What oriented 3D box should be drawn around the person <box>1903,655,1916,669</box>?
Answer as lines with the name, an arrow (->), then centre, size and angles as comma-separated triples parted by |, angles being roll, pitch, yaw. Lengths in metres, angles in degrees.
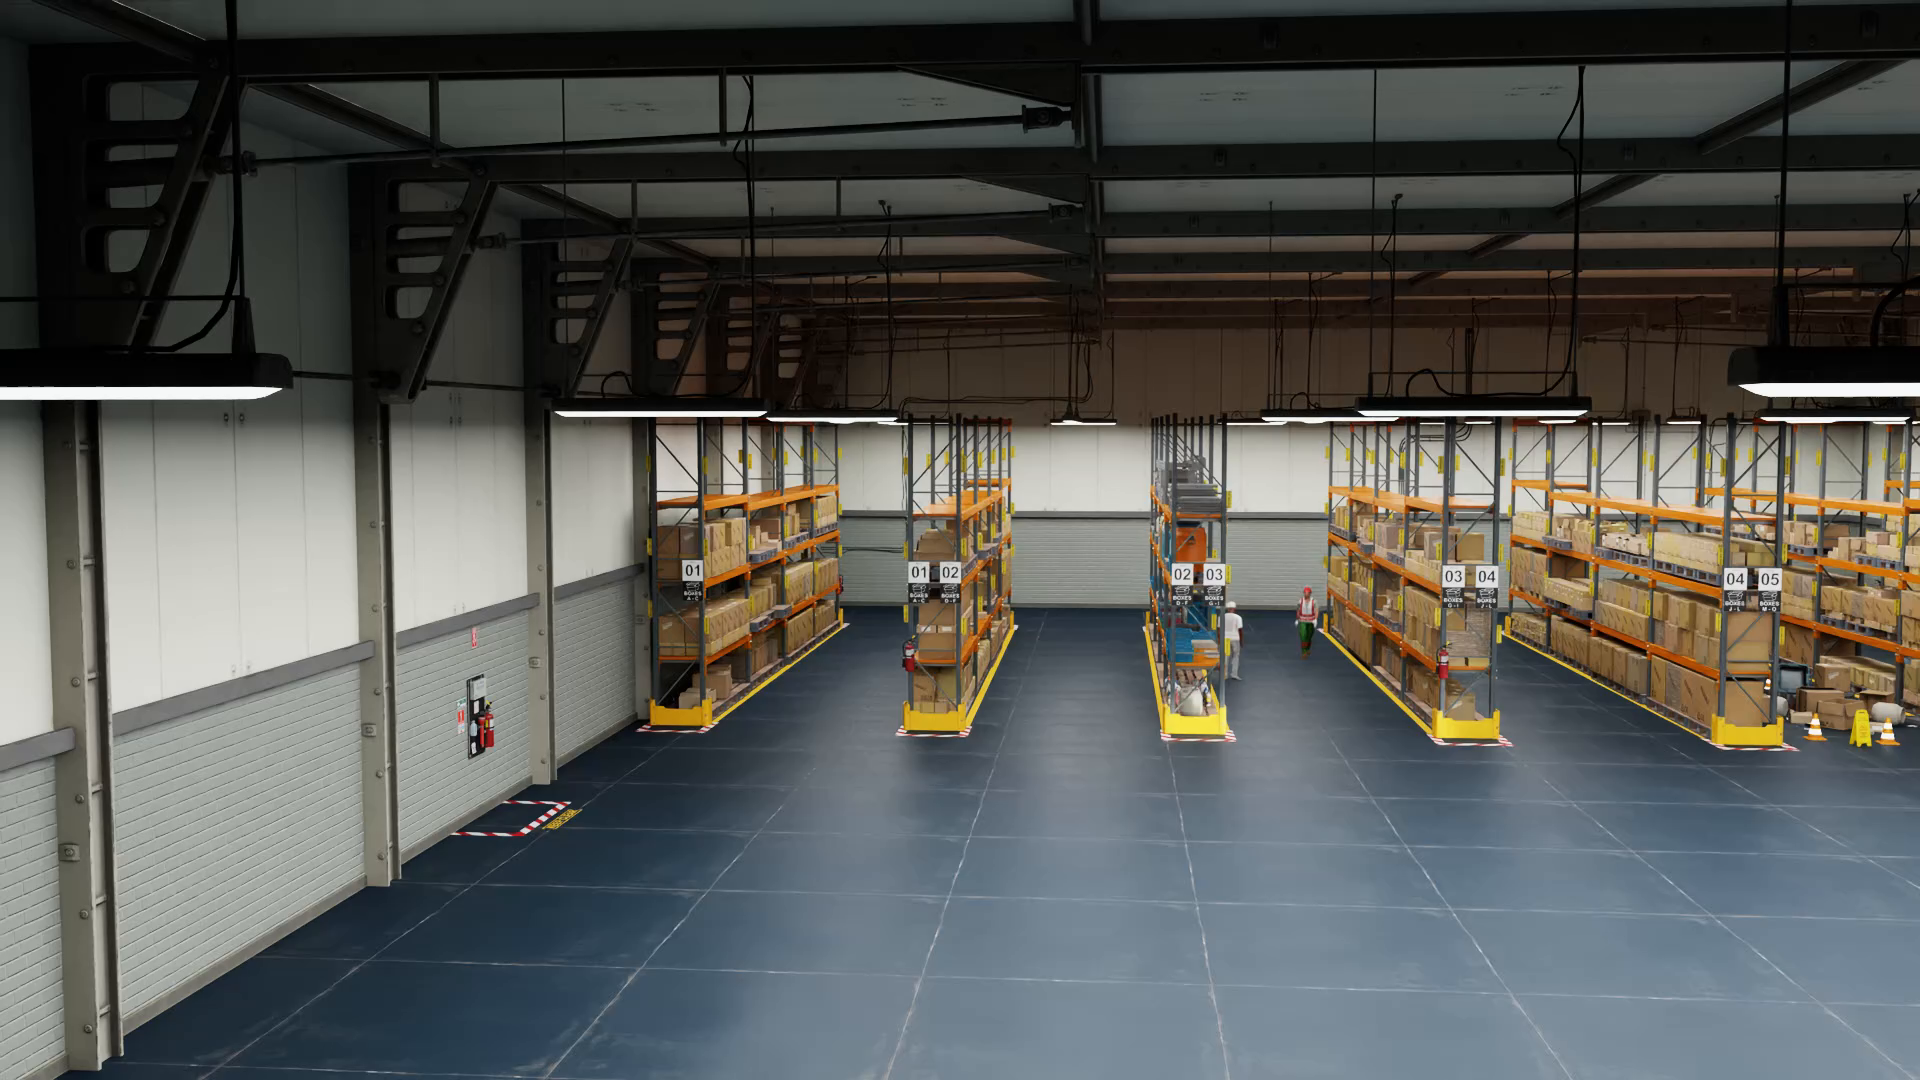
person -> 21.541, 2.321, 37.601 | 0.609, 1.787, 0.402 | -1, 4, -18

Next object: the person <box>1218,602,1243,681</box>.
person -> 6.151, 2.304, 37.852 | 0.602, 1.801, 0.452 | 2, 4, 26

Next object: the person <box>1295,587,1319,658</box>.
person -> 8.679, 2.037, 41.435 | 0.537, 1.721, 1.050 | 0, 4, 1

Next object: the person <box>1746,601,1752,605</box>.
person -> 18.653, 2.256, 39.341 | 0.553, 1.647, 0.581 | -1, 4, -19
